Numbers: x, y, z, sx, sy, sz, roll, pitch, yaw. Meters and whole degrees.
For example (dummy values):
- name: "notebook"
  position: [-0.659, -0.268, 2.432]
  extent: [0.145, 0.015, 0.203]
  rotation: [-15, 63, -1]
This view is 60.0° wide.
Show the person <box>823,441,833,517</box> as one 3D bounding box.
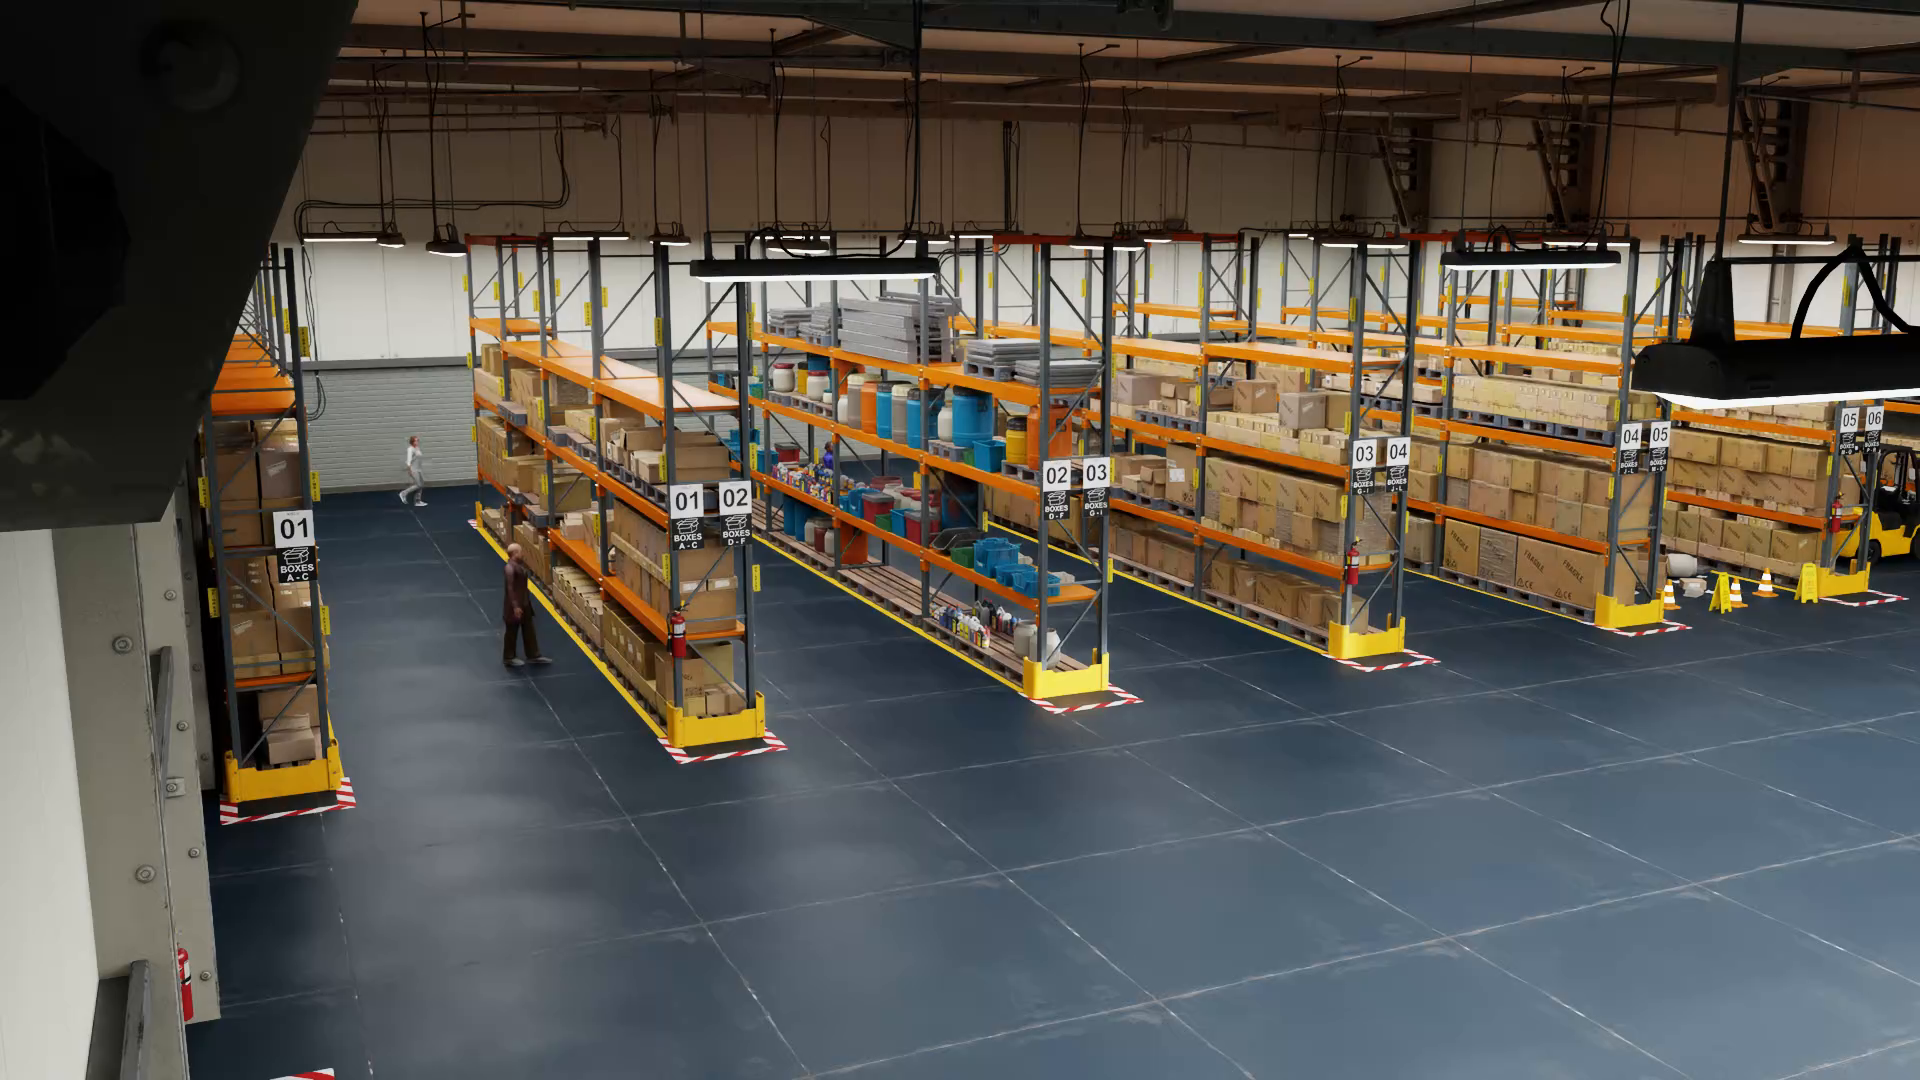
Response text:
- name: "person"
  position: [-2.706, -1.269, 35.373]
  extent: [0.511, 1.678, 0.494]
  rotation: [2, 11, 9]

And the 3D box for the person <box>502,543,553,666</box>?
- name: "person"
  position: [-6.261, 0.936, 23.669]
  extent: [0.682, 1.777, 0.594]
  rotation: [3, 11, 16]

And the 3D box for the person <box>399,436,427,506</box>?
- name: "person"
  position: [-12.116, -1.522, 36.771]
  extent: [0.557, 1.577, 0.431]
  rotation: [-1, 11, -7]
